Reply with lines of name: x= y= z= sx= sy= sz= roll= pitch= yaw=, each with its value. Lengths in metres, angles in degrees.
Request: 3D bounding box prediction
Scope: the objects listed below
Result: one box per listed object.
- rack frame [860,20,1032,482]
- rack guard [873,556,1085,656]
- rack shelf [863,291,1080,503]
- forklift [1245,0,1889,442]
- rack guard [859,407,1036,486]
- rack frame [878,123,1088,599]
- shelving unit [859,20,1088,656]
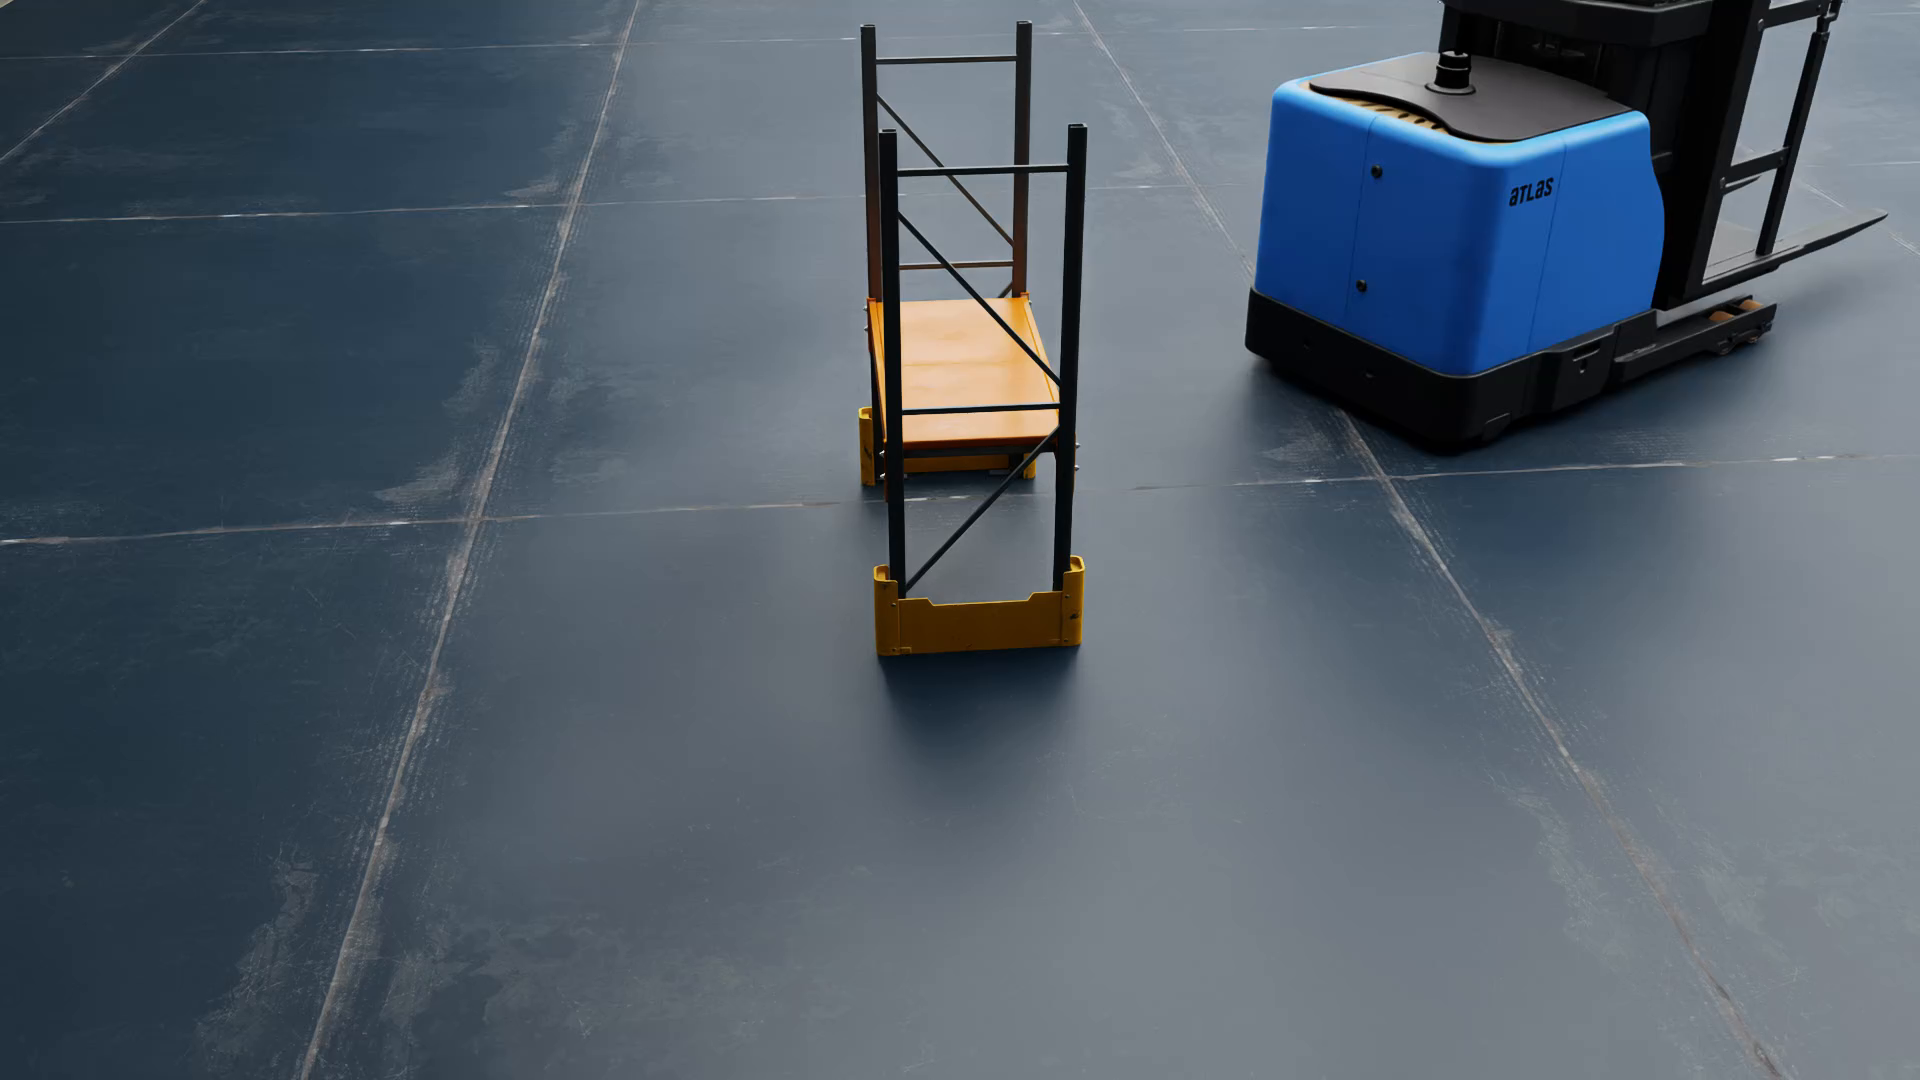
rack frame: x=-0.040 y=-0.860 z=5.227 sx=0.500 sy=1.500 sz=0.032 roll=-3 pitch=31 yaw=-5
rack guard: x=0.054 y=0.186 z=4.695 sx=0.587 sy=0.250 sz=0.087 roll=-3 pitch=31 yaw=-5
rack shelf: x=0.008 y=-0.446 z=4.885 sx=0.538 sy=0.185 sz=1.000 roll=-3 pitch=31 yaw=-5
forklift: x=2.587 y=-2.178 z=6.037 sx=3.031 sy=2.935 sz=1.130 roll=-20 pitch=36 yaw=-30
rack guard: x=-0.039 y=-0.323 z=5.546 sx=0.587 sy=0.250 sz=0.087 roll=-3 pitch=31 yaw=-5
rack frame: x=0.055 y=-0.341 z=4.358 sx=0.500 sy=1.500 sz=0.032 roll=-3 pitch=31 yaw=-5
shelving unit: x=0.007 y=-0.605 z=4.800 sx=0.587 sy=1.500 sz=1.083 roll=-3 pitch=31 yaw=-5
